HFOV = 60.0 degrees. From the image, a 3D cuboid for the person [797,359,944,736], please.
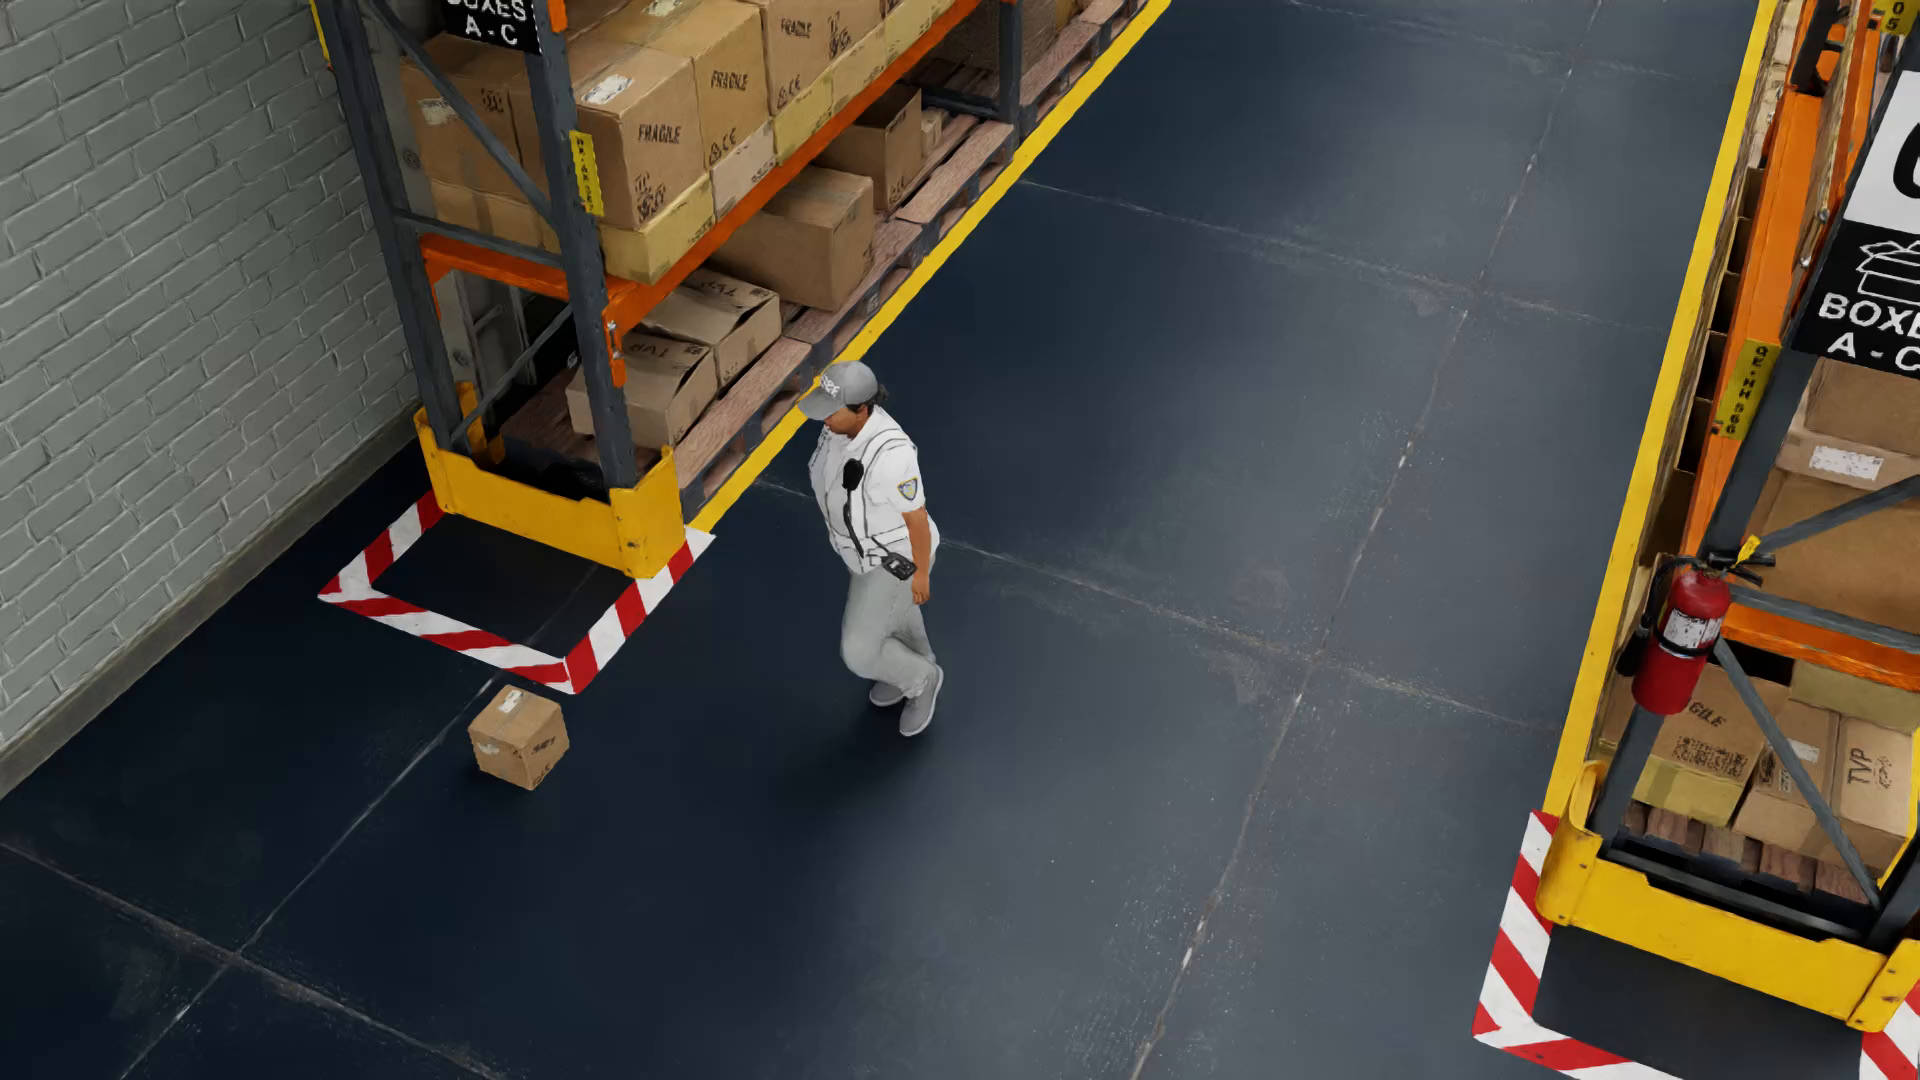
[{"bbox_3d":[-0.304,0.029,6.105,0.492,1.654,0.524,-19,46,-20],"label":"person"}]
